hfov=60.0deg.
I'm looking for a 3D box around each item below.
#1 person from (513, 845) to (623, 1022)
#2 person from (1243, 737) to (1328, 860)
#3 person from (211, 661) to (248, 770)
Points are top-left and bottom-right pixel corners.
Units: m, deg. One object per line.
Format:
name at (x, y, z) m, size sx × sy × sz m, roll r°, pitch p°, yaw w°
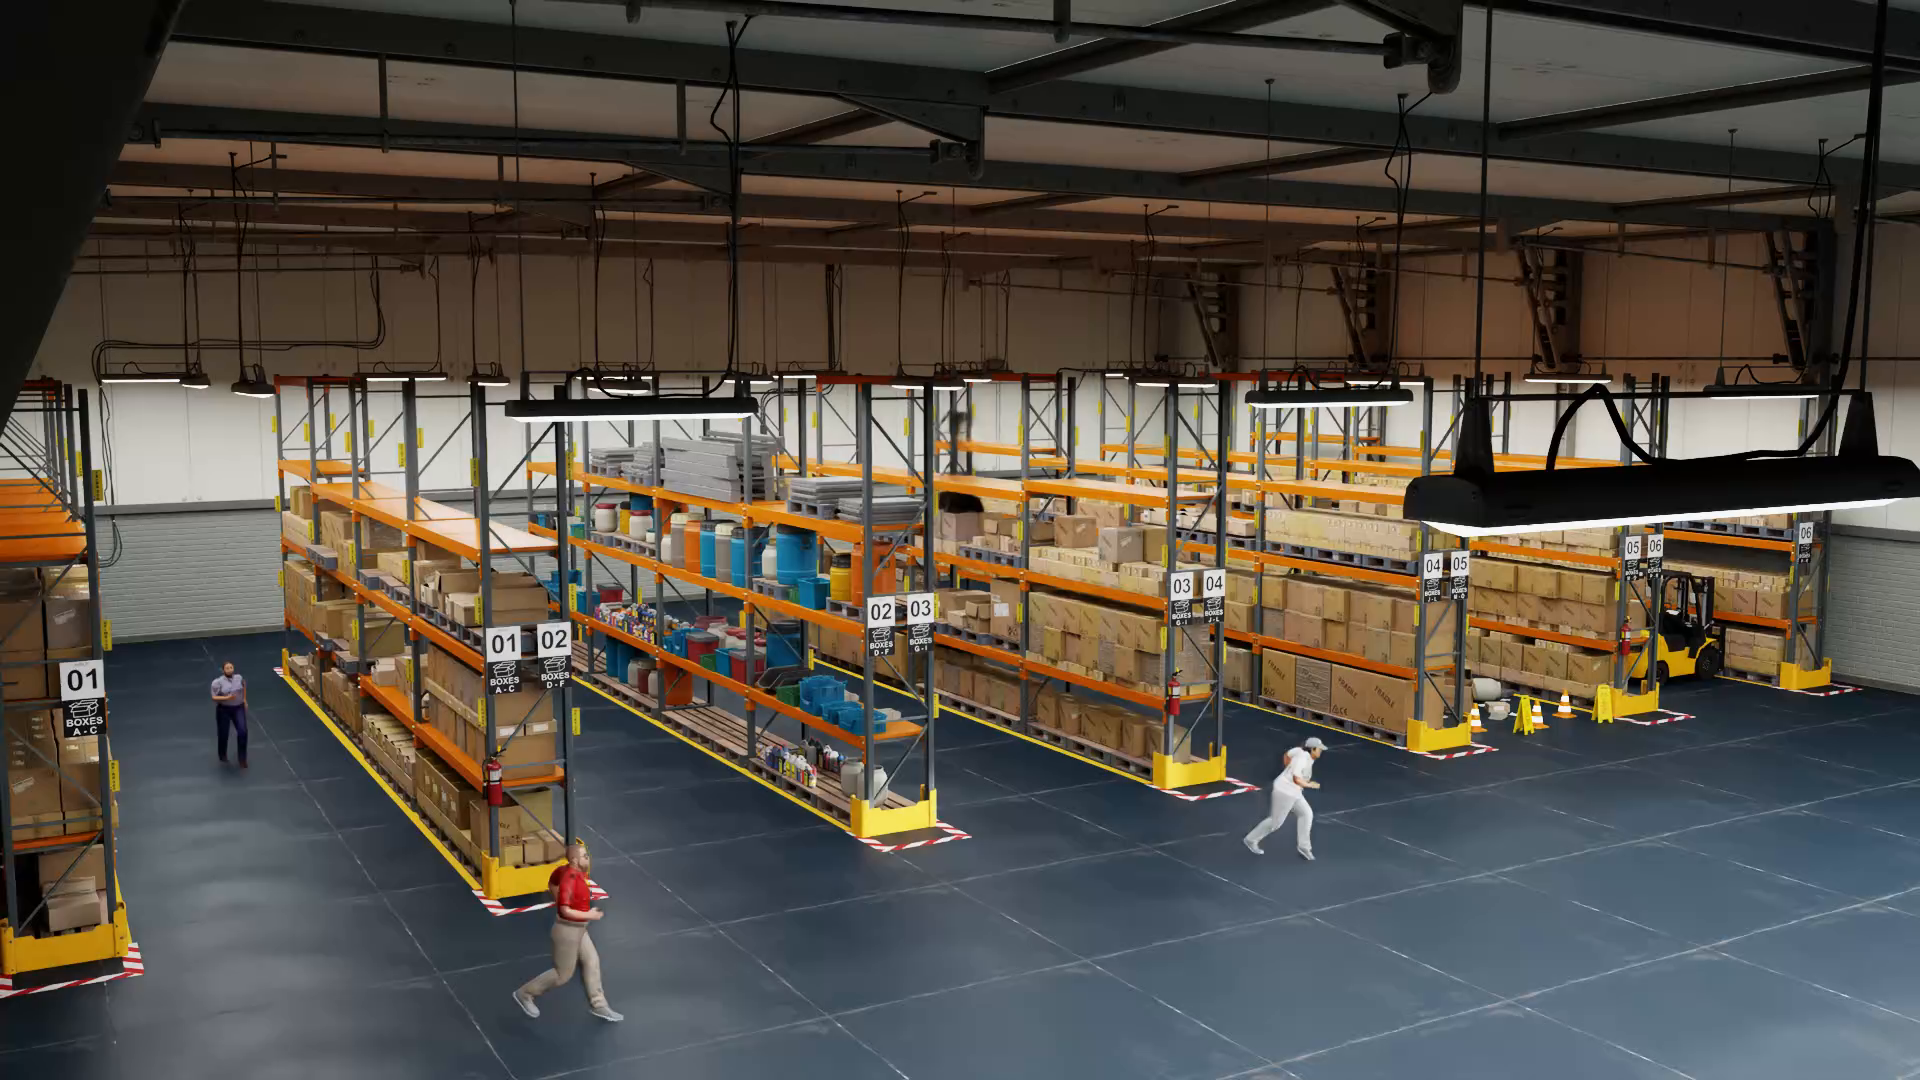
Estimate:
person at (-3.740, 3.758, 15.818) m, size 1.025 × 1.734 × 0.685 m, roll -1°, pitch 6°, yaw -9°
person at (4.120, 3.279, 21.068) m, size 1.030 × 1.627 × 0.649 m, roll 1°, pitch 6°, yaw 11°
person at (-11.285, 2.728, 25.736) m, size 0.573 × 1.722 × 0.778 m, roll -5°, pitch 8°, yaw -36°
